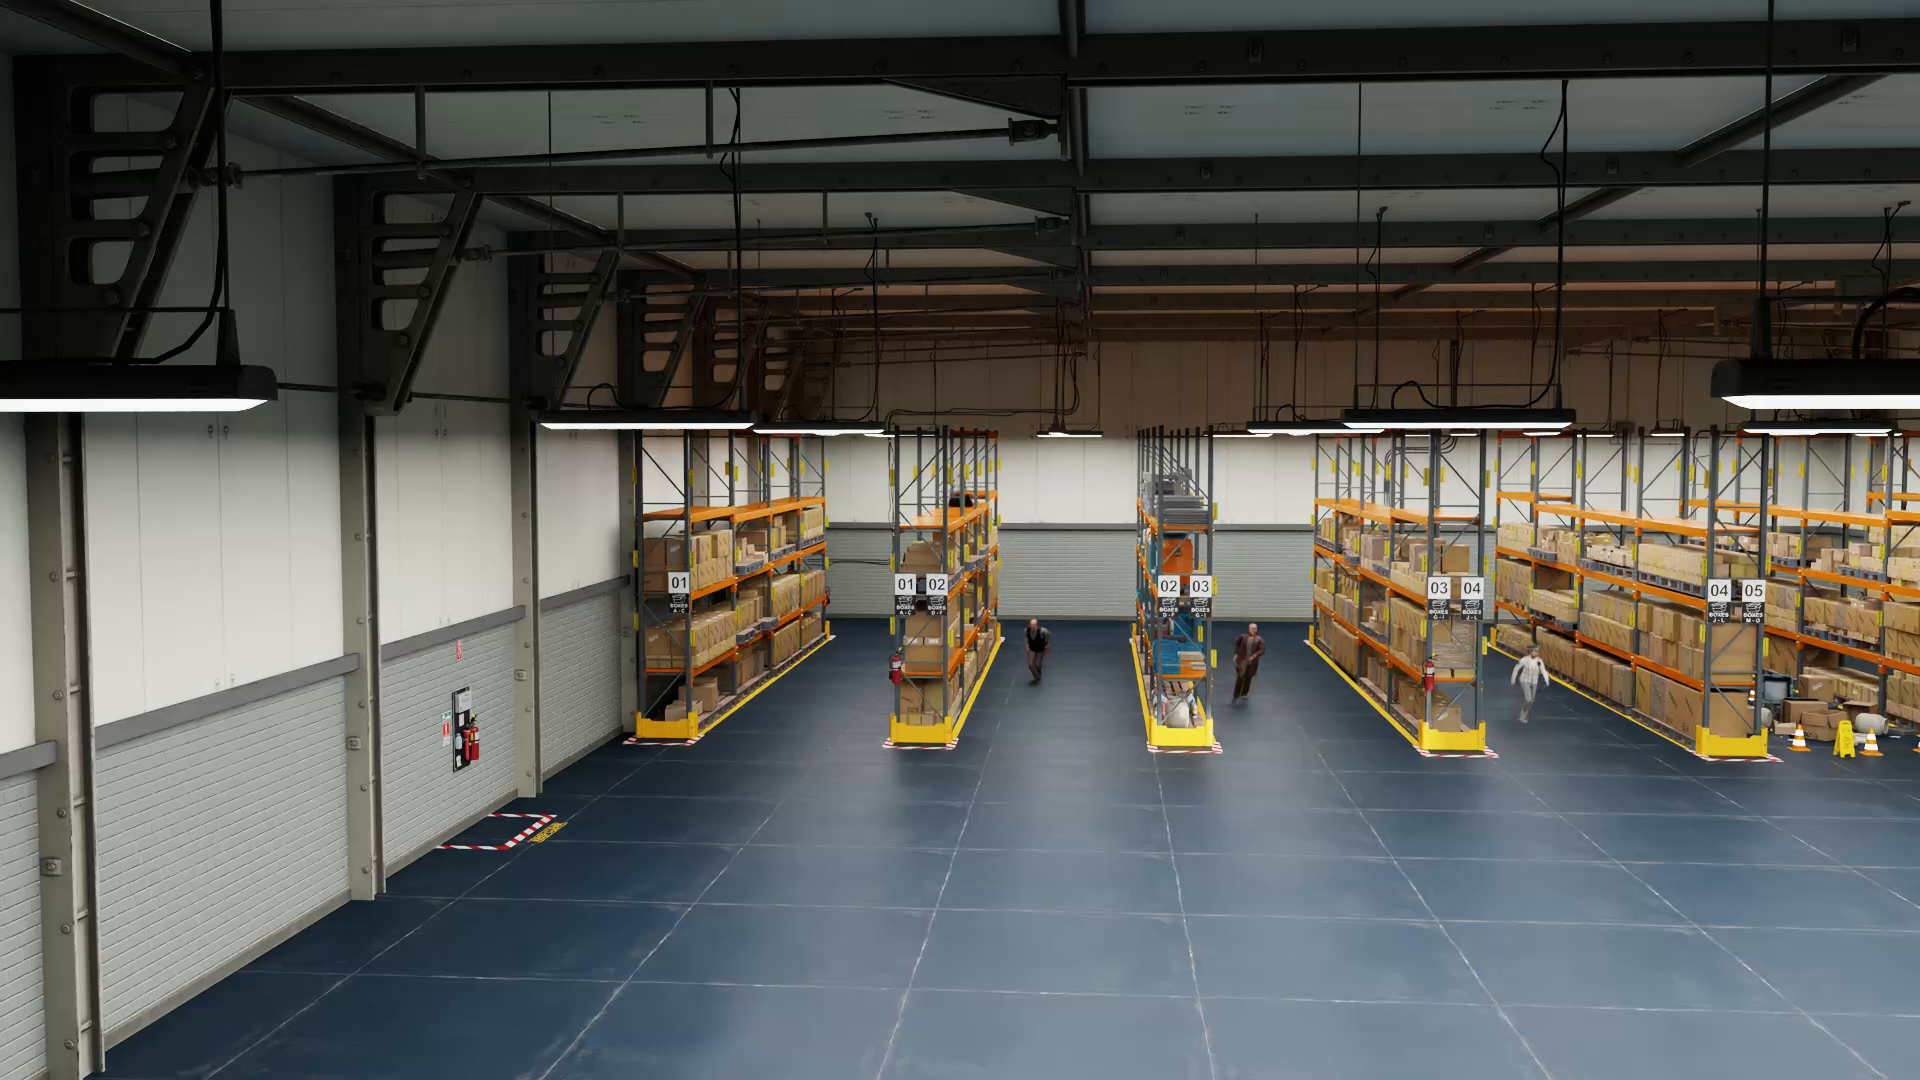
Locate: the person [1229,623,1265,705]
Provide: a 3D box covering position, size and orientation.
[{"bbox_3d":[6.219,2.667,35.984,0.750,1.746,0.901,1,3,9],"label":"person"}]

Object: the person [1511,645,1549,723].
[{"bbox_3d":[11.487,2.891,33.387,0.565,1.617,0.788,-1,3,-10],"label":"person"}]

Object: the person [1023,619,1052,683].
[{"bbox_3d":[1.832,2.606,39.177,0.684,1.541,0.830,1,4,16],"label":"person"}]
